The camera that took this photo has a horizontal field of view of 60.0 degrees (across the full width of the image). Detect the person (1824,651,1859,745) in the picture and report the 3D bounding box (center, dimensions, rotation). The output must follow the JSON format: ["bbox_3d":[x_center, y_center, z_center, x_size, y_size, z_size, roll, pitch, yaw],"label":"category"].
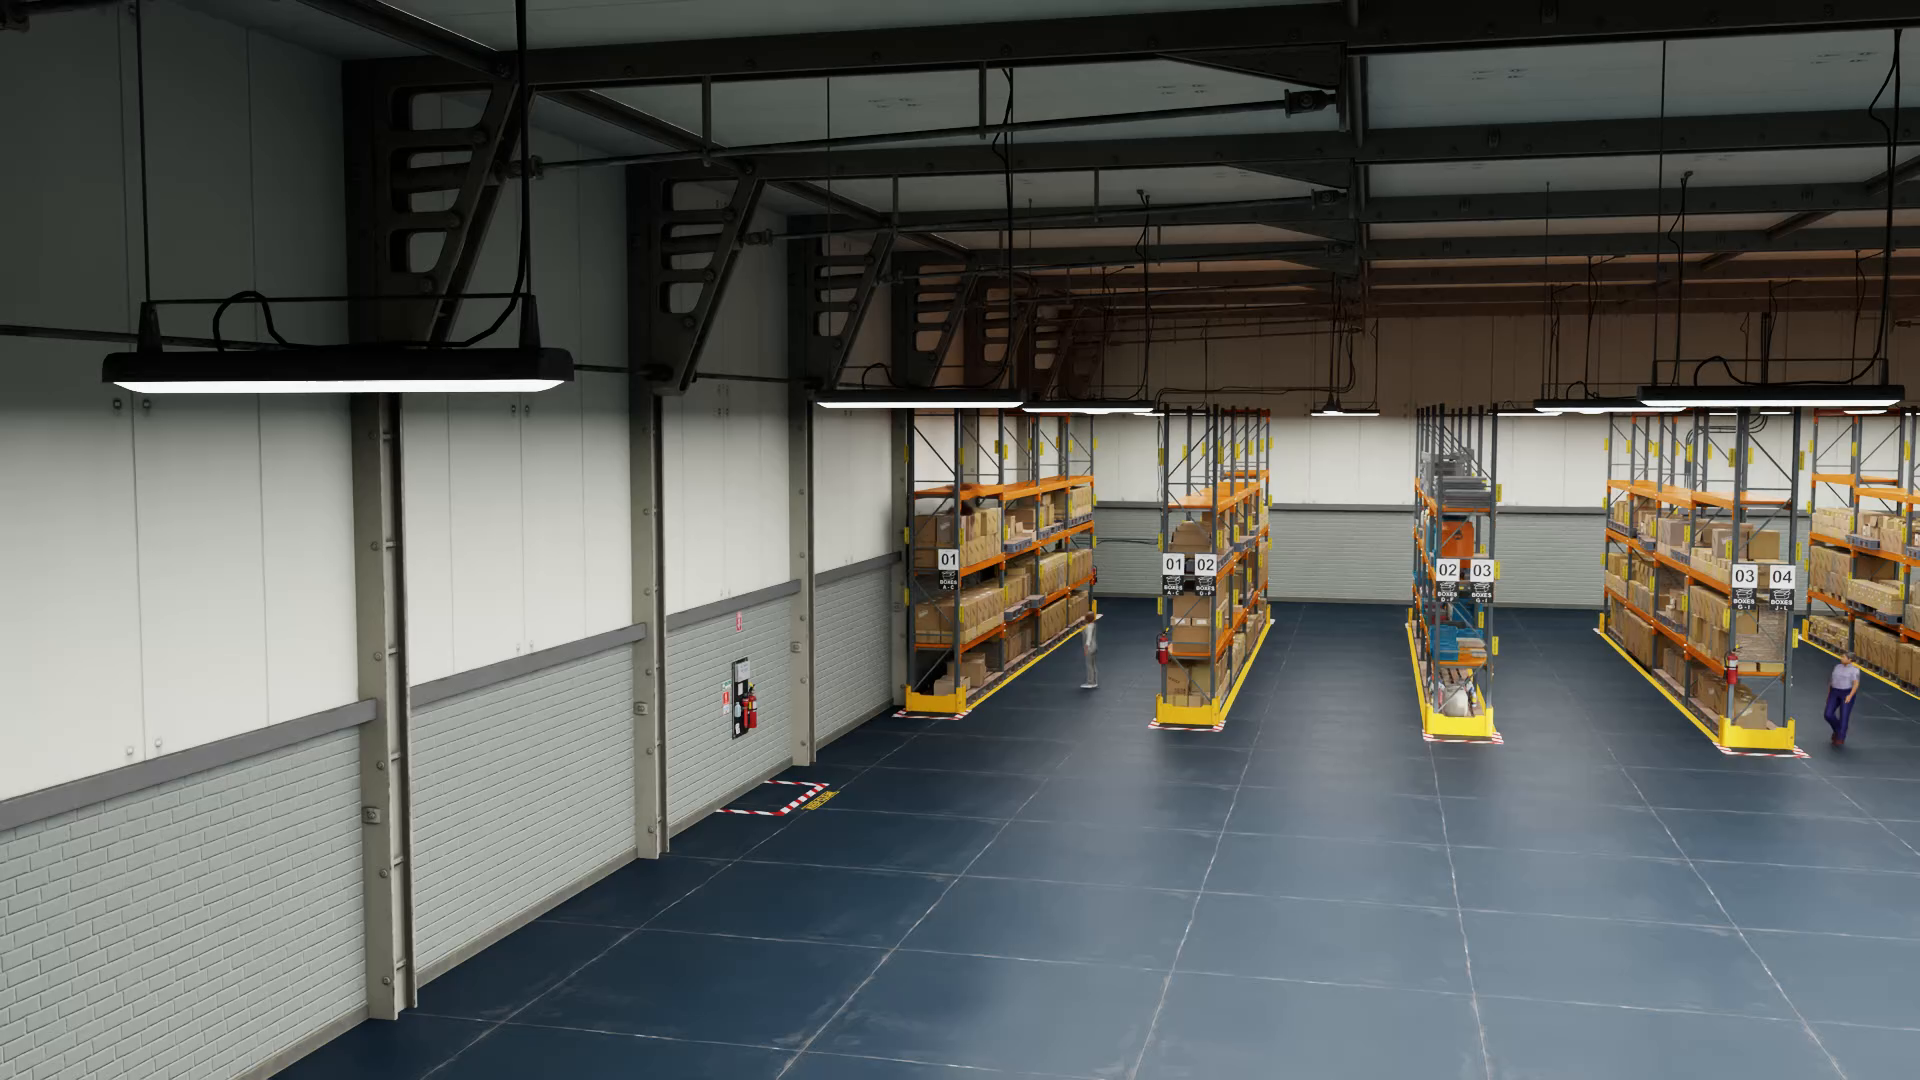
[{"bbox_3d":[15.524,2.782,29.305,0.586,1.612,0.549,-4,6,-42],"label":"person"}]

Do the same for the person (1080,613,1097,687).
[{"bbox_3d":[2.744,2.343,35.389,0.356,1.613,0.484,1,4,13],"label":"person"}]
